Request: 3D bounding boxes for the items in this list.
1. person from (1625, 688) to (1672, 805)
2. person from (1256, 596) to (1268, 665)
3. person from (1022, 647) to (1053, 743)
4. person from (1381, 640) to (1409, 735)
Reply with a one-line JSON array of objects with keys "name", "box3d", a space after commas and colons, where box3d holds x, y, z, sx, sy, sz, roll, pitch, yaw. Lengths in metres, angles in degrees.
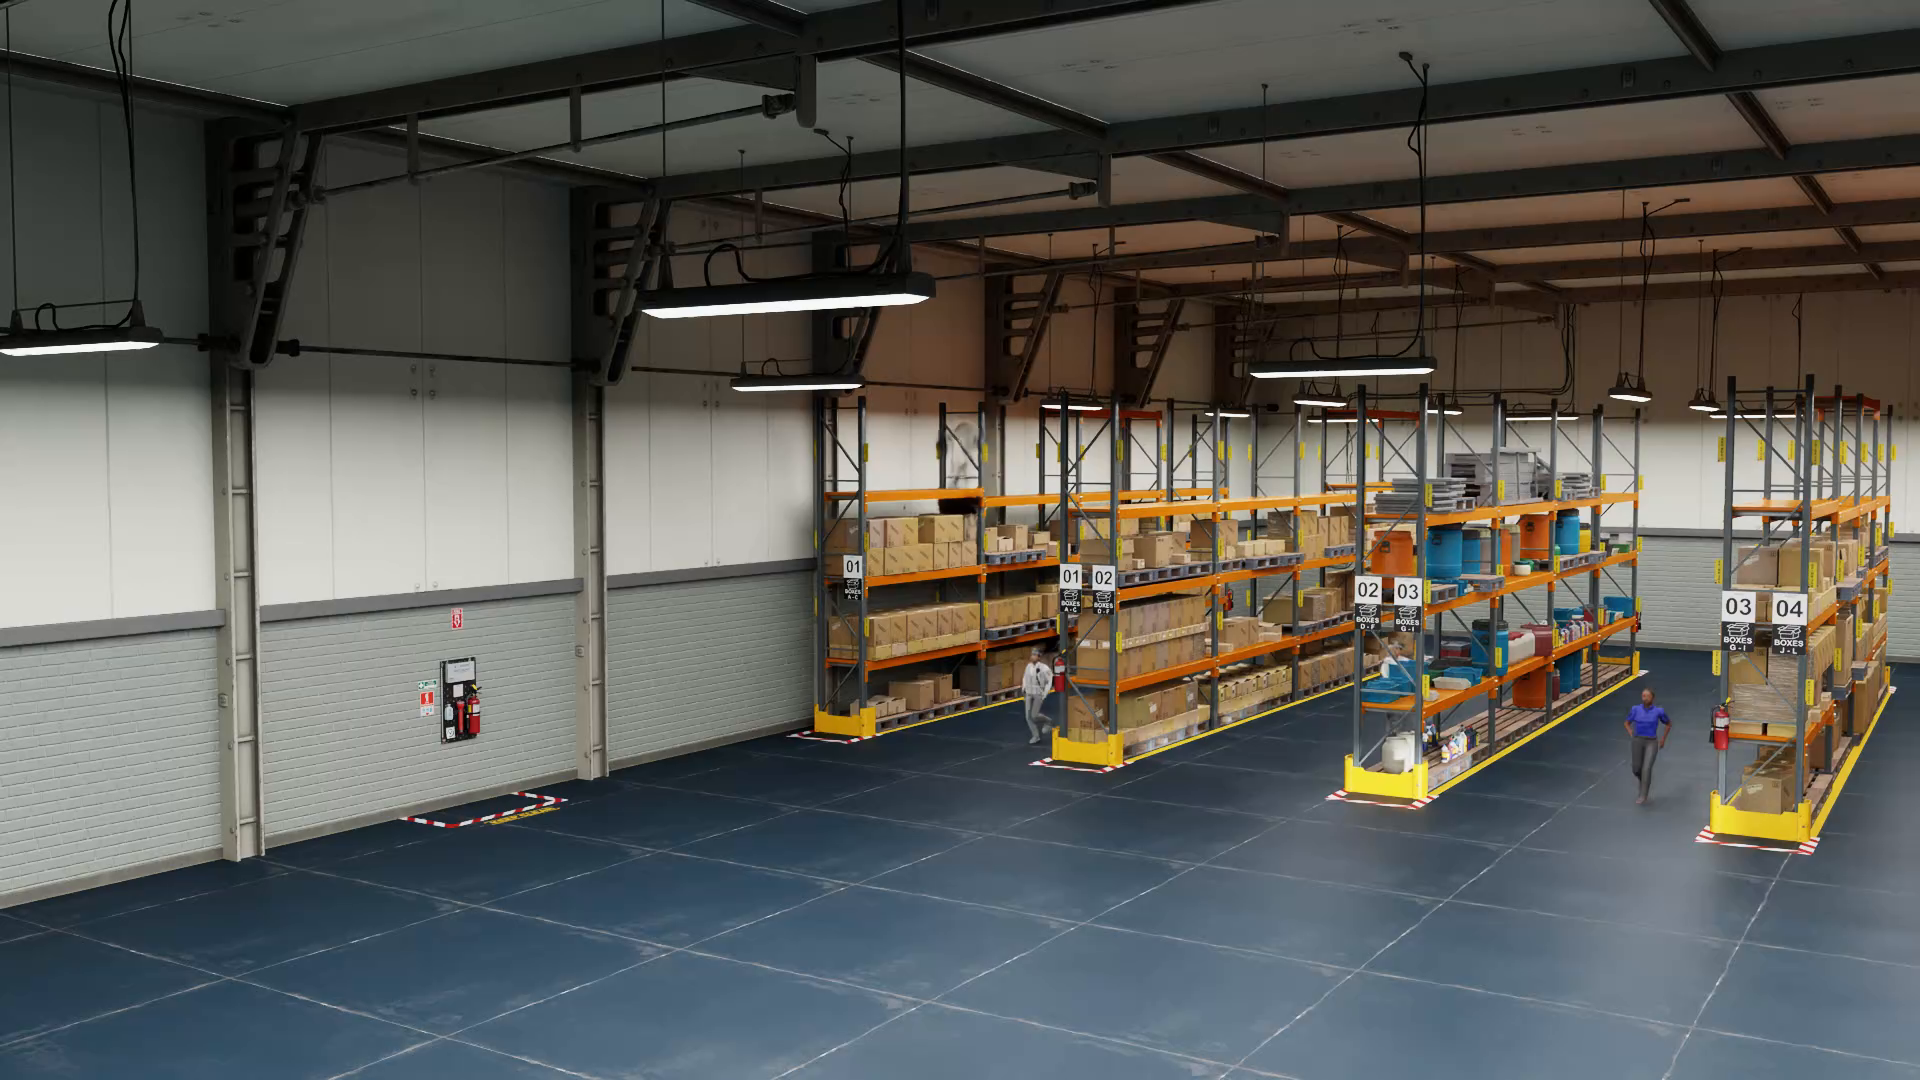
[{"name": "person", "box3d": [9.850, 2.929, 23.827, 0.609, 1.626, 0.811, 2, 4, 33]}, {"name": "person", "box3d": [6.947, 2.146, 37.968, 0.722, 1.729, 0.667, 2, 4, 39]}, {"name": "person", "box3d": [1.310, 2.675, 28.779, 0.616, 1.660, 0.530, 2, 4, 35]}, {"name": "person", "box3d": [7.697, 2.618, 29.456, 0.585, 1.694, 0.666, 2, 3, 29]}]
